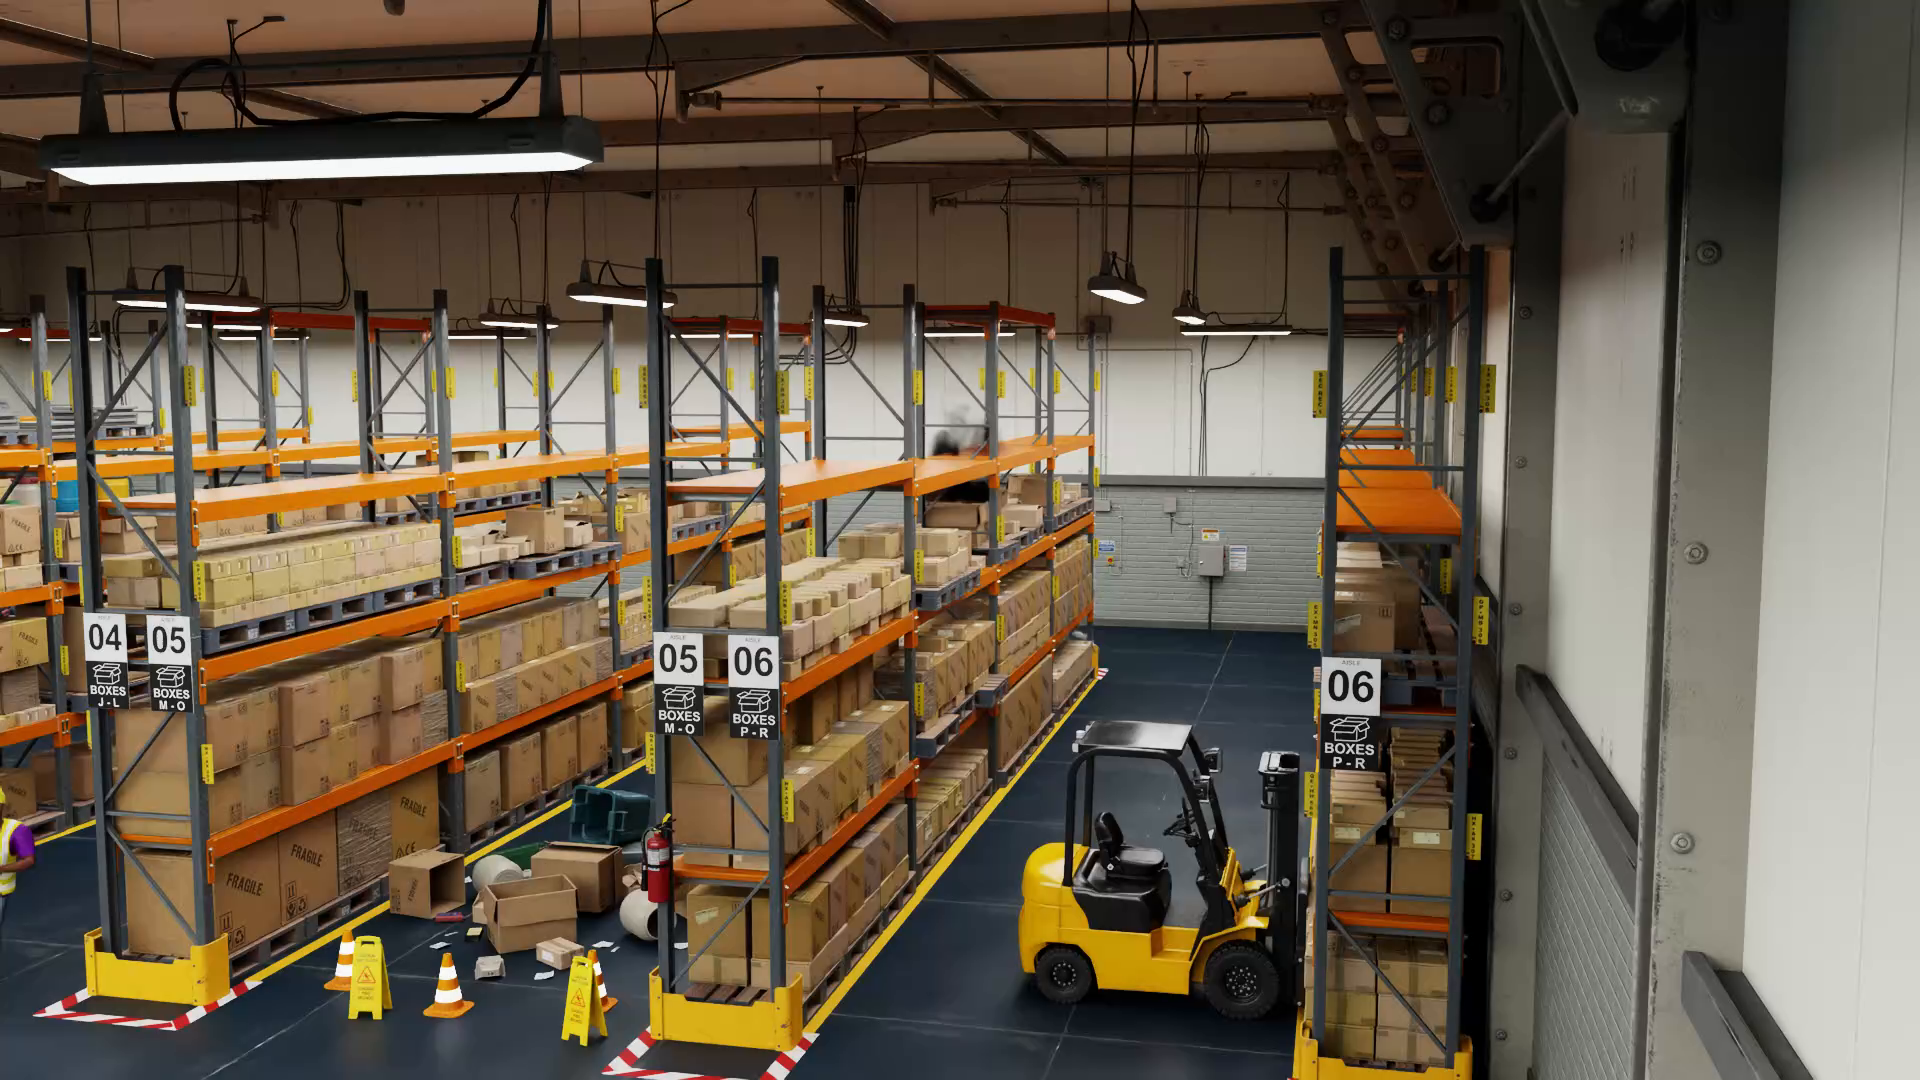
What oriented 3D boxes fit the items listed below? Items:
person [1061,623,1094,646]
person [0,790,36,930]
[{"bbox_3d":[1.940,1.318,29.586,0.812,1.739,0.743,5,8,41],"label":"person"},{"bbox_3d":[-8.012,2.923,13.788,0.686,1.820,0.707,-2,6,-20],"label":"person"}]
